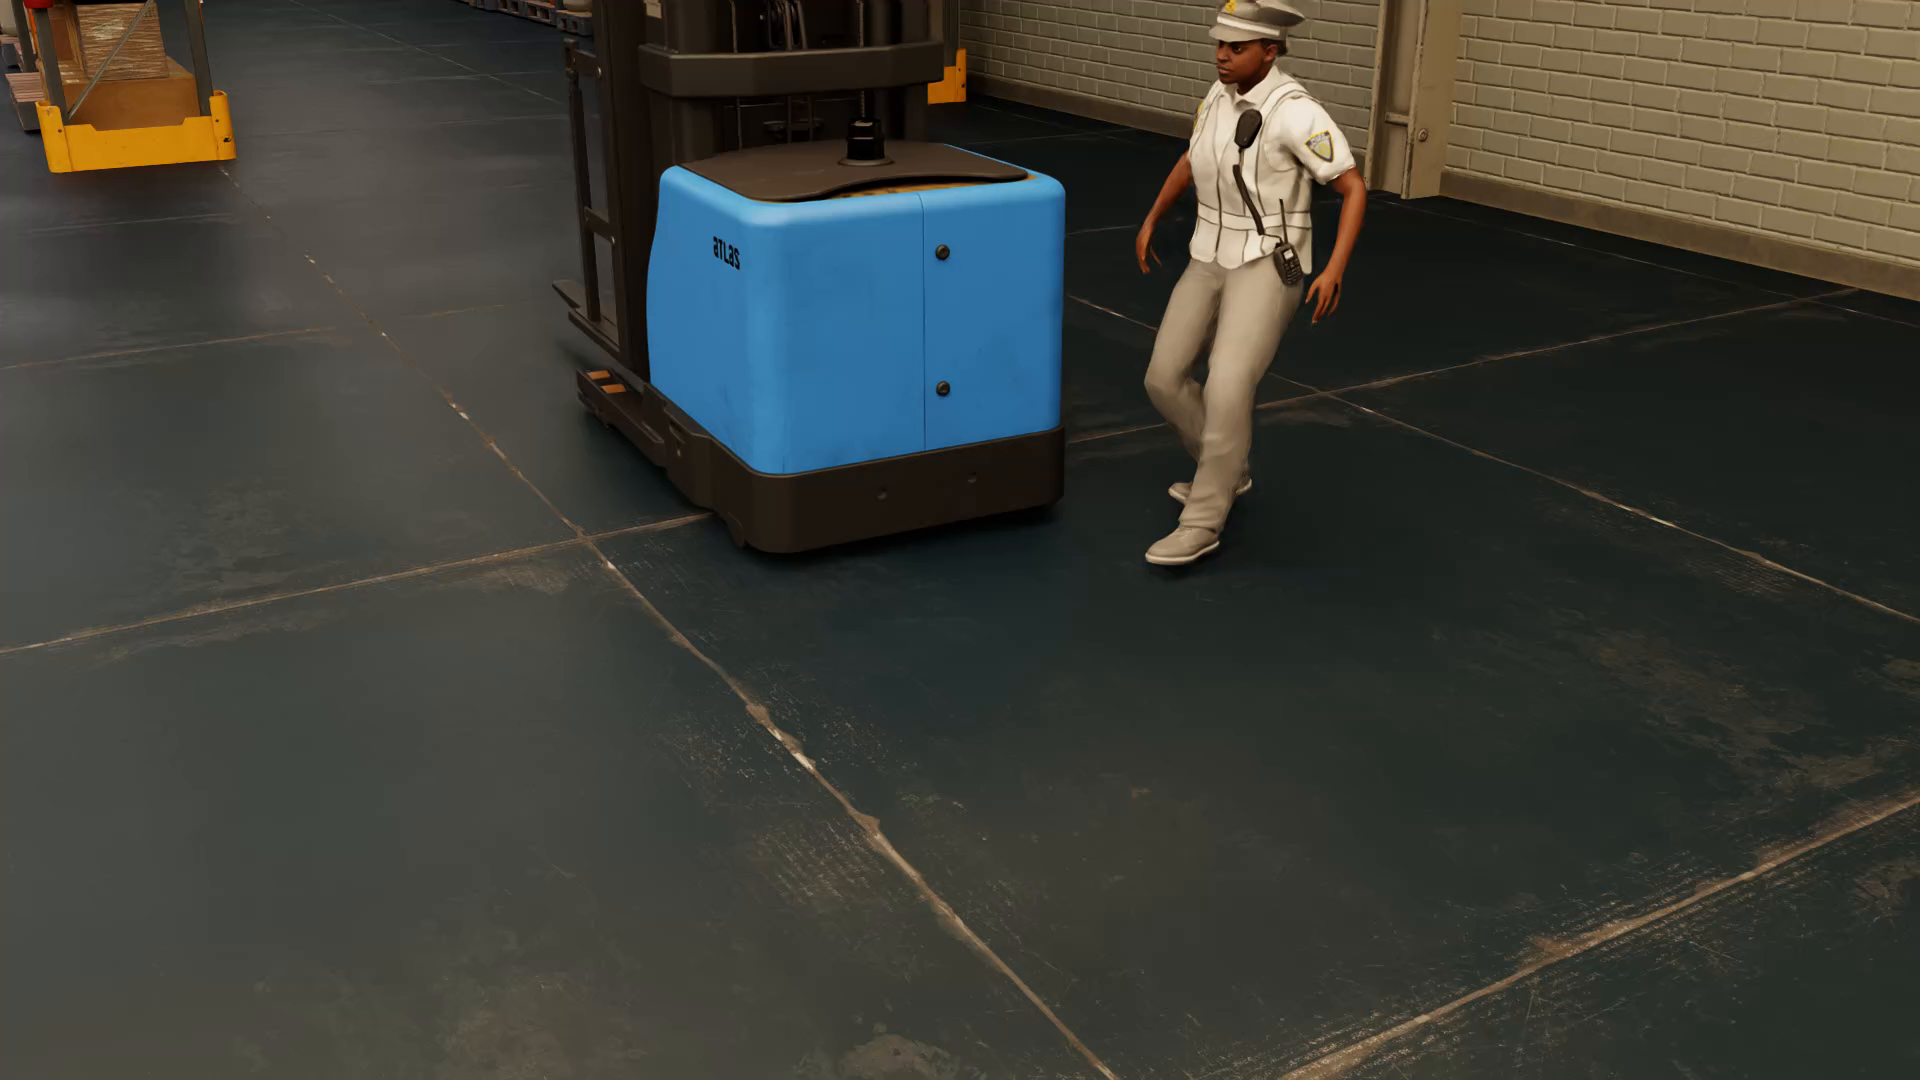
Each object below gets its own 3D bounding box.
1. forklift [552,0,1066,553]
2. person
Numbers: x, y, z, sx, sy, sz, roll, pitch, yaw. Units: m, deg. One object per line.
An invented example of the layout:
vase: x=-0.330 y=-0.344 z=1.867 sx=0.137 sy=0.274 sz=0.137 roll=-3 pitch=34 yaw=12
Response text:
forklift: x=-0.796 y=-1.837 z=5.750 sx=1.130 sy=2.935 sz=3.031 roll=-11 pitch=25 yaw=-25
person: x=0.722 y=-0.783 z=4.876 sx=0.678 sy=1.581 sz=0.813 roll=-14 pitch=26 yaw=-30
